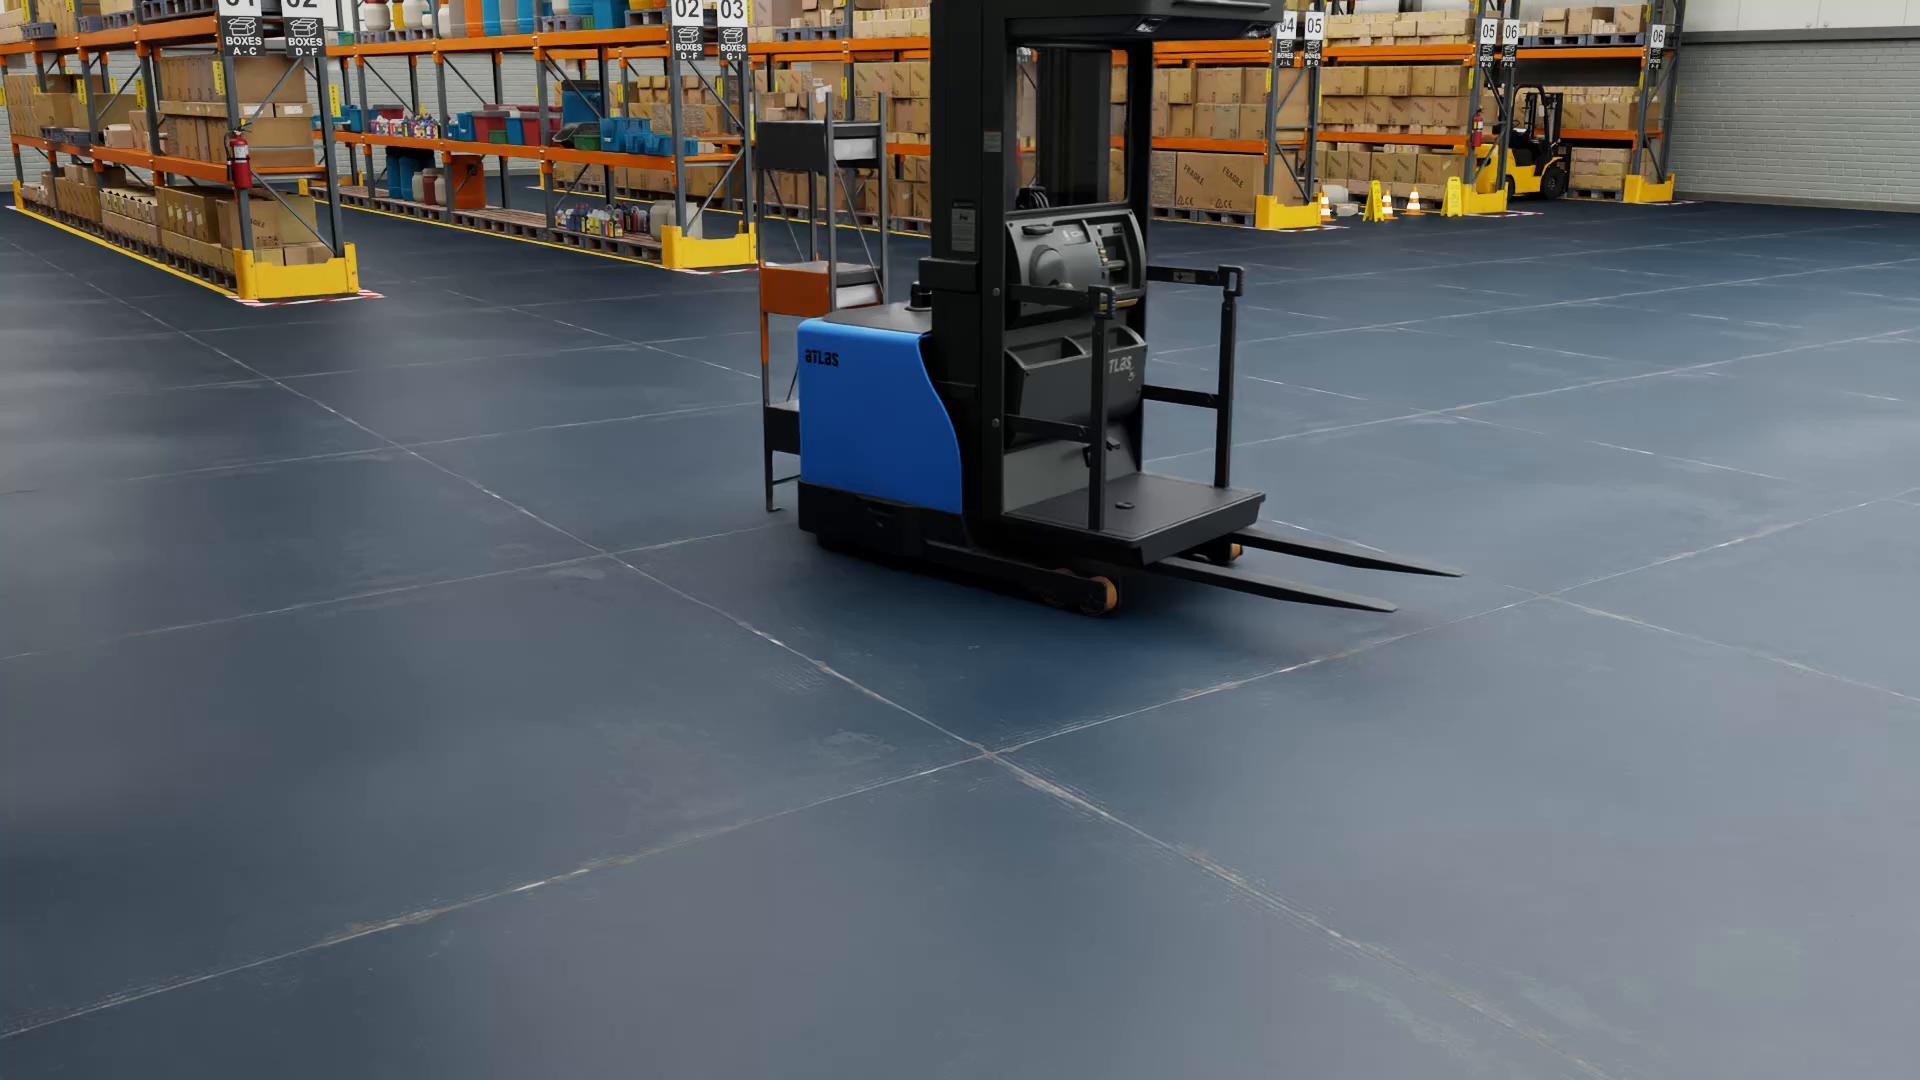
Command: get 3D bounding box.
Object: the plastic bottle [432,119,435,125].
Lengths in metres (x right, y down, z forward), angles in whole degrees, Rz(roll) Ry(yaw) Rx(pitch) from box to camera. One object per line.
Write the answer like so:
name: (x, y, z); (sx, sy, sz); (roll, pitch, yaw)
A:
plastic bottle: (-8.905, -6.995, 28.195); (0.097, 0.271, 0.097); (0, 15, 0)

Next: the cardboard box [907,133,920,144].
cardboard box: (-0.550, -5.907, 24.451); (0.380, 0.149, 0.250); (-11, 19, -35)

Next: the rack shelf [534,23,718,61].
rack shelf: (-4.156, -6.343, 21.249); (1.077, 0.370, 4.000); (-11, 19, -35)

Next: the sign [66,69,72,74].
sign: (-15.936, -8.257, 29.771); (0.100, 0.325, 0.005); (-11, 19, -35)

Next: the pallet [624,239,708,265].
pallet: (-3.536, -3.654, 21.027); (1.003, 0.211, 1.213); (-11, 19, -35)

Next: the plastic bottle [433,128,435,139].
plastic bottle: (-8.320, -6.476, 26.431); (0.097, 0.201, 0.097); (0, 15, 0)

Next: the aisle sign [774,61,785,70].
aisle sign: (-4.110, -11.066, 37.899); (0.394, 0.787, 0.004); (-11, 19, -35)

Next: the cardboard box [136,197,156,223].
cardboard box: (-10.122, -4.201, 21.093); (0.500, 0.311, 0.500); (-10, 18, -33)

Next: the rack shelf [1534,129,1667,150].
rack shelf: (11.879, -7.974, 32.892); (1.077, 0.370, 4.000); (-11, 19, -35)

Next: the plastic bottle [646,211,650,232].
plastic bottle: (-4.173, -4.285, 22.386); (0.097, 0.271, 0.097); (0, 15, 0)

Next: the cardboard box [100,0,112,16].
cardboard box: (-11.380, -7.245, 22.671); (0.500, 0.250, 0.500); (-13, 20, -39)

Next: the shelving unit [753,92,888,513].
shelving unit: (-0.682, -1.155, 8.318); (0.503, 2.100, 0.431); (12, 20, 38)

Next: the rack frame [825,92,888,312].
rack frame: (-0.495, -1.114, 8.167); (0.015, 2.100, 0.400); (12, 20, 38)

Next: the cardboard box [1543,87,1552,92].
cardboard box: (11.633, -8.825, 32.658); (0.380, 0.149, 0.250); (-11, 19, -34)

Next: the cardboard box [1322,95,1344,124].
cardboard box: (7.038, -7.928, 30.607); (0.500, 0.500, 0.500); (-11, 19, -35)

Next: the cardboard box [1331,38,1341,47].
cardboard box: (7.019, -9.098, 30.427); (0.380, 0.149, 0.250); (-11, 19, -34)

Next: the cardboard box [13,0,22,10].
cardboard box: (-15.256, -9.003, 27.523); (0.700, 0.500, 0.500); (-11, 19, -35)

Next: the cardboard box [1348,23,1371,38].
cardboard box: (7.323, -9.141, 29.830); (0.500, 0.250, 0.500); (-11, 19, -34)

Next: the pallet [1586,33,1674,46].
pallet: (12.661, -9.453, 31.418); (1.003, 0.211, 1.213); (-11, 19, -35)

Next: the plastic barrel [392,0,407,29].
plastic barrel: (-9.335, -8.955, 28.279); (0.600, 0.588, 0.600); (0, 15, 0)

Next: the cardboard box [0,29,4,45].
cardboard box: (-16.300, -8.690, 28.745); (0.500, 0.250, 0.500); (-11, 19, -35)

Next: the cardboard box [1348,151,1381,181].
cardboard box: (7.447, -6.824, 30.318); (0.500, 0.500, 0.500); (-10, 18, -32)

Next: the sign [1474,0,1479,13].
sign: (8.582, -8.915, 27.607); (0.100, 0.325, 0.005); (-11, 19, -35)

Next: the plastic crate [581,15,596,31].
plastic crate: (-4.624, -6.635, 21.357); (0.336, 0.188, 0.450); (-11, 19, -35)

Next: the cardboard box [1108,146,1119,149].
cardboard box: (3.479, -8.360, 36.169); (0.875, 0.875, 0.875); (-11, 19, -34)

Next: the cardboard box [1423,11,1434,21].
cardboard box: (8.212, -9.034, 28.686); (0.380, 0.149, 0.250); (-11, 19, -34)

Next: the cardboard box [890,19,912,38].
cardboard box: (-0.669, -7.457, 24.243); (0.500, 0.250, 0.500); (-12, 19, -37)

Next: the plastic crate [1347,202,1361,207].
plastic crate: (6.950, -6.106, 30.235); (0.583, 0.080, 0.402); (10, 18, 33)

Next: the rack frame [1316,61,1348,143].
rack frame: (8.352, -9.602, 37.478); (1.000, 3.000, 0.127); (-11, 19, -35)

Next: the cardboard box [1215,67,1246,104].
cardboard box: (4.513, -7.114, 26.058); (0.875, 0.550, 0.550); (-11, 19, -35)

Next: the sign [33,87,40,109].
sign: (-14.479, -6.942, 26.118); (0.100, 0.325, 0.005); (-11, 19, -35)

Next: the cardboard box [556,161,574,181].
cardboard box: (-7.940, -8.055, 35.053); (0.875, 0.875, 0.875); (-11, 19, -35)

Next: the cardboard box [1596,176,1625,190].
cardboard box: (12.524, -6.822, 31.731); (0.500, 0.250, 0.500); (-11, 19, -34)

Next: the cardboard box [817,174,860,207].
cardboard box: (-1.934, -5.685, 27.065); (0.700, 0.500, 0.500); (-11, 19, -35)

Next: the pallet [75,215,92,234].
pallet: (-12.814, -4.837, 25.348); (1.003, 0.211, 1.213); (-11, 19, -35)

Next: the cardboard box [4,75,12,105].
cardboard box: (-16.349, -7.859, 29.025); (0.500, 0.500, 0.500); (-10, 18, -33)

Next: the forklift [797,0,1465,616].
forklift: (0.676, -1.254, 7.107); (3.031, 2.935, 1.130); (12, 20, 38)

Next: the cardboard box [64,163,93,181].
cardboard box: (-13.369, -5.624, 25.423); (0.500, 0.250, 0.500); (-11, 19, -34)

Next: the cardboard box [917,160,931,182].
cardboard box: (-0.506, -7.250, 32.821); (0.500, 0.500, 0.500); (-10, 18, -32)

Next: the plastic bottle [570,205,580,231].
plastic bottle: (-5.193, -4.368, 22.537); (0.144, 0.351, 0.185); (-10, 18, -33)

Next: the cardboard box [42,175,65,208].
cardboard box: (-14.609, -5.694, 27.101); (0.500, 0.500, 0.500); (-11, 19, -35)

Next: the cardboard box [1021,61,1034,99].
cardboard box: (0.924, -6.418, 23.198); (0.500, 0.500, 0.500); (-11, 19, -35)

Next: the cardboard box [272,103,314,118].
cardboard box: (-7.045, -4.526, 17.513); (0.380, 0.149, 0.250); (-11, 19, -35)

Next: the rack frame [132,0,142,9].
rack frame: (-9.341, -7.796, 19.512); (1.000, 3.000, 0.127); (-11, 19, -35)

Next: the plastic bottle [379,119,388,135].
plastic bottle: (-9.856, -7.082, 28.505); (0.152, 0.276, 0.135); (-11, 19, -35)

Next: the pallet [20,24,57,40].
pallet: (-13.718, -7.816, 25.626); (1.213, 0.211, 1.003); (-11, 19, -35)

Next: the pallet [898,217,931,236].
pallet: (-0.180, -4.695, 24.831); (1.003, 0.211, 1.213); (-11, 19, -35)

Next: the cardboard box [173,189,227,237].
cardboard box: (-8.733, -3.779, 19.193); (0.500, 0.500, 0.500); (-11, 19, -35)

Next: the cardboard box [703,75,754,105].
cardboard box: (-4.094, -7.984, 29.474); (0.797, 0.503, 0.637); (-10, 18, -33)

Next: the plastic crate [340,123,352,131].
plastic crate: (-10.911, -7.472, 30.101); (0.437, 0.125, 0.590); (-11, 19, -35)

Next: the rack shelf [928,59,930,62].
rack shelf: (0.811, -11.212, 39.040); (1.077, 0.370, 4.000); (-11, 19, -35)

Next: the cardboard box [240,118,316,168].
cardboard box: (-7.253, -4.198, 17.542); (0.700, 0.500, 0.500); (-11, 19, -35)

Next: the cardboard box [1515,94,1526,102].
cardboard box: (11.245, -8.774, 33.032); (0.380, 0.149, 0.250); (-11, 19, -35)

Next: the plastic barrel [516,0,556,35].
plastic barrel: (-5.806, -7.433, 22.922); (0.600, 0.901, 0.708); (-11, 19, -35)

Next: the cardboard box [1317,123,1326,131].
cardboard box: (6.807, -7.693, 30.977); (0.380, 0.149, 0.250); (-10, 18, -33)
